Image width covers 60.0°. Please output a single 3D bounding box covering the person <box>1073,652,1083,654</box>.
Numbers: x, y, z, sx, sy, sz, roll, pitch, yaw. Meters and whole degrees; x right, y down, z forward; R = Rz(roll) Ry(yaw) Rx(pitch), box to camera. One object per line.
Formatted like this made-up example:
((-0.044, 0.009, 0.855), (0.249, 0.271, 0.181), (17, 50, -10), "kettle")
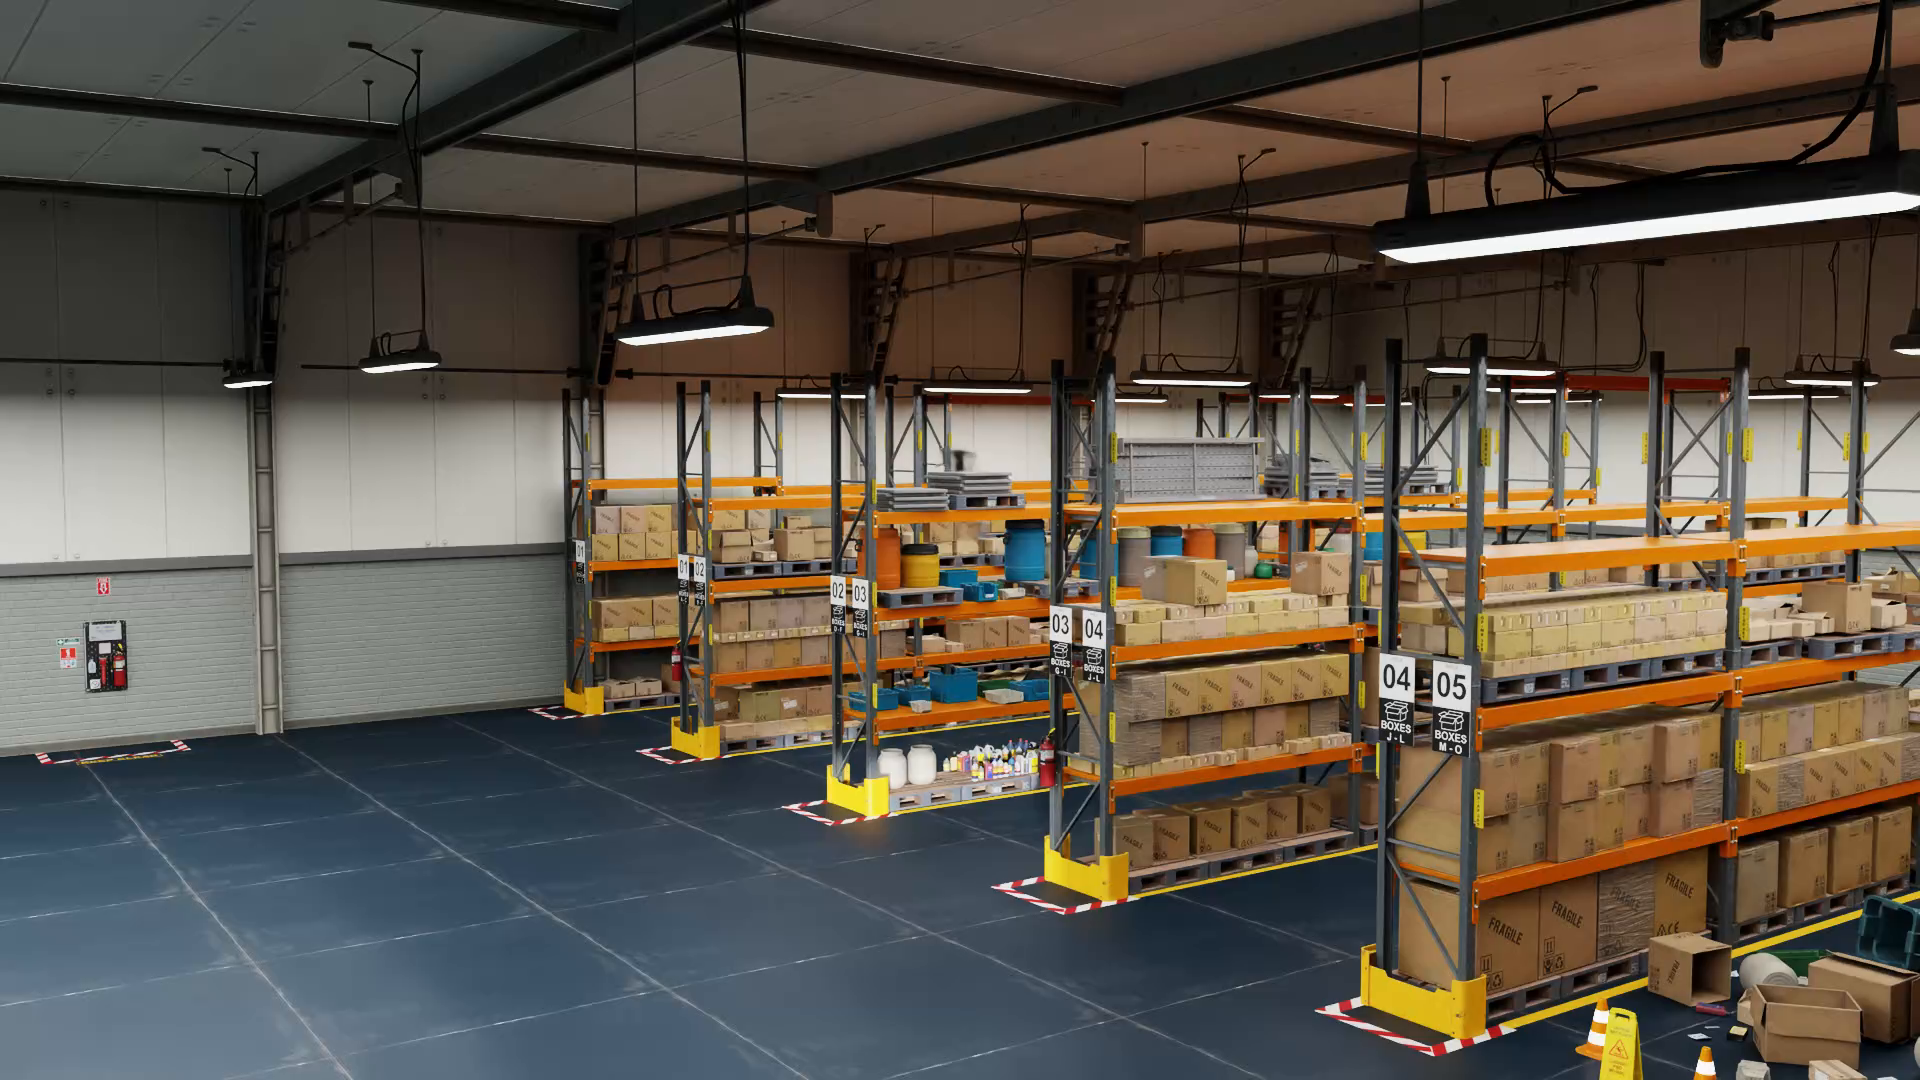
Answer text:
((2.520, 2.123, 34.340), (0.823, 1.722, 0.538), (-3, 5, -38), "person")
